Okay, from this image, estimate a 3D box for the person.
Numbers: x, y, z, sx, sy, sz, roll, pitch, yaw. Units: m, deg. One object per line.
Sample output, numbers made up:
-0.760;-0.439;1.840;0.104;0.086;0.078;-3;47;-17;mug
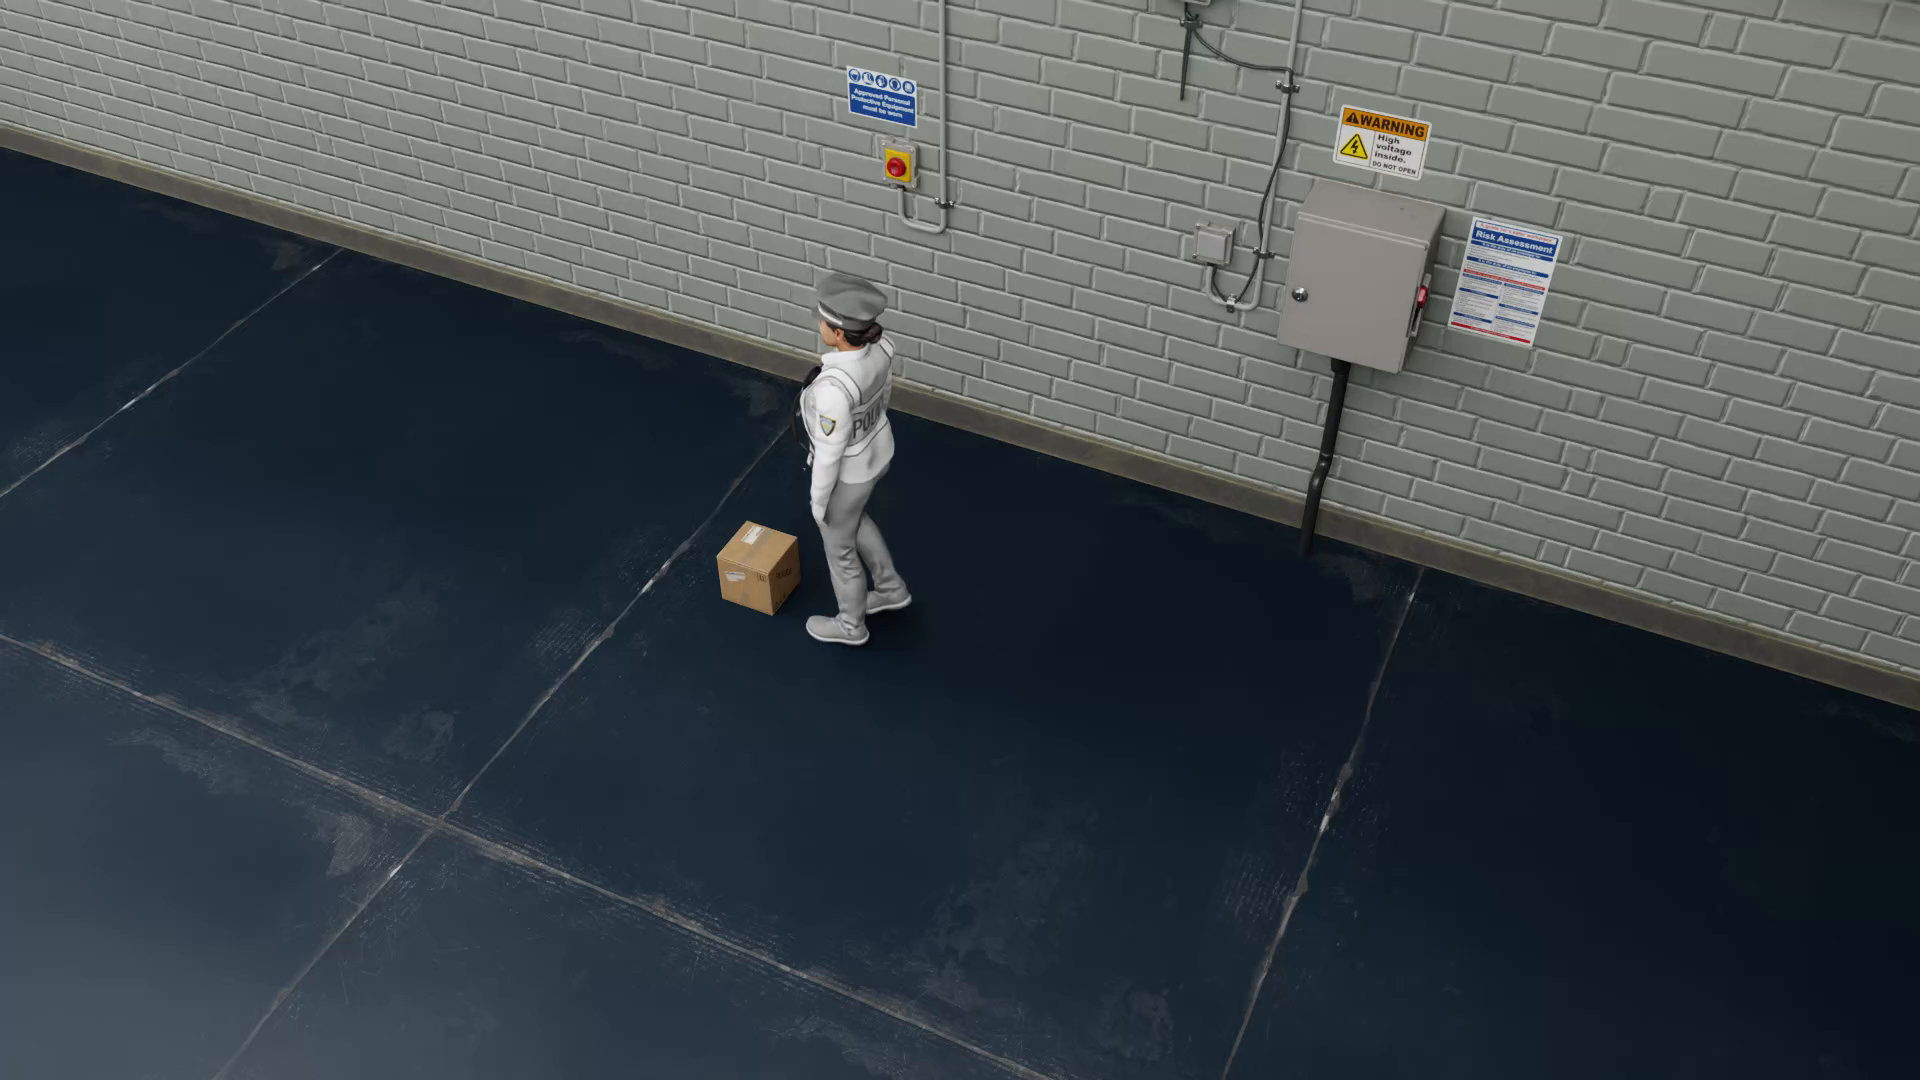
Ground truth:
-0.418;-0.268;6.428;0.401;1.689;0.493;18;45;19;person
